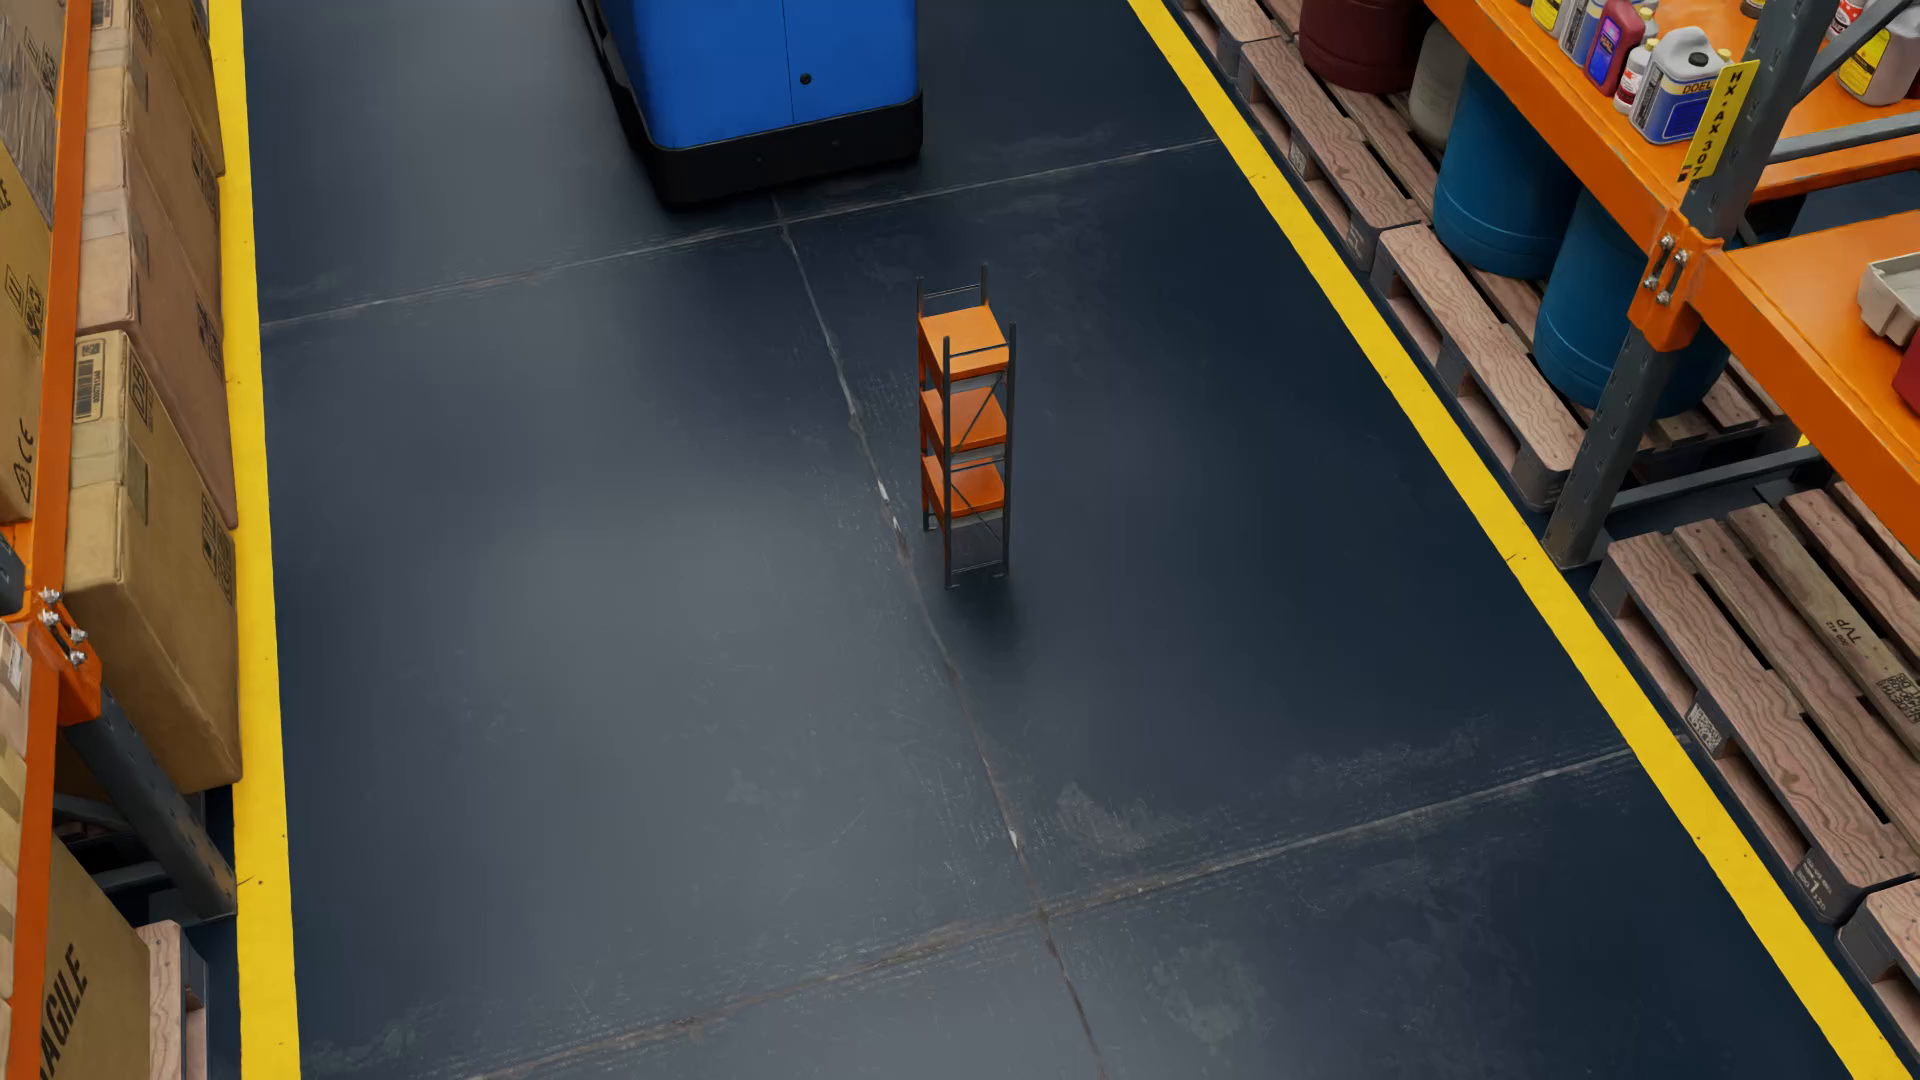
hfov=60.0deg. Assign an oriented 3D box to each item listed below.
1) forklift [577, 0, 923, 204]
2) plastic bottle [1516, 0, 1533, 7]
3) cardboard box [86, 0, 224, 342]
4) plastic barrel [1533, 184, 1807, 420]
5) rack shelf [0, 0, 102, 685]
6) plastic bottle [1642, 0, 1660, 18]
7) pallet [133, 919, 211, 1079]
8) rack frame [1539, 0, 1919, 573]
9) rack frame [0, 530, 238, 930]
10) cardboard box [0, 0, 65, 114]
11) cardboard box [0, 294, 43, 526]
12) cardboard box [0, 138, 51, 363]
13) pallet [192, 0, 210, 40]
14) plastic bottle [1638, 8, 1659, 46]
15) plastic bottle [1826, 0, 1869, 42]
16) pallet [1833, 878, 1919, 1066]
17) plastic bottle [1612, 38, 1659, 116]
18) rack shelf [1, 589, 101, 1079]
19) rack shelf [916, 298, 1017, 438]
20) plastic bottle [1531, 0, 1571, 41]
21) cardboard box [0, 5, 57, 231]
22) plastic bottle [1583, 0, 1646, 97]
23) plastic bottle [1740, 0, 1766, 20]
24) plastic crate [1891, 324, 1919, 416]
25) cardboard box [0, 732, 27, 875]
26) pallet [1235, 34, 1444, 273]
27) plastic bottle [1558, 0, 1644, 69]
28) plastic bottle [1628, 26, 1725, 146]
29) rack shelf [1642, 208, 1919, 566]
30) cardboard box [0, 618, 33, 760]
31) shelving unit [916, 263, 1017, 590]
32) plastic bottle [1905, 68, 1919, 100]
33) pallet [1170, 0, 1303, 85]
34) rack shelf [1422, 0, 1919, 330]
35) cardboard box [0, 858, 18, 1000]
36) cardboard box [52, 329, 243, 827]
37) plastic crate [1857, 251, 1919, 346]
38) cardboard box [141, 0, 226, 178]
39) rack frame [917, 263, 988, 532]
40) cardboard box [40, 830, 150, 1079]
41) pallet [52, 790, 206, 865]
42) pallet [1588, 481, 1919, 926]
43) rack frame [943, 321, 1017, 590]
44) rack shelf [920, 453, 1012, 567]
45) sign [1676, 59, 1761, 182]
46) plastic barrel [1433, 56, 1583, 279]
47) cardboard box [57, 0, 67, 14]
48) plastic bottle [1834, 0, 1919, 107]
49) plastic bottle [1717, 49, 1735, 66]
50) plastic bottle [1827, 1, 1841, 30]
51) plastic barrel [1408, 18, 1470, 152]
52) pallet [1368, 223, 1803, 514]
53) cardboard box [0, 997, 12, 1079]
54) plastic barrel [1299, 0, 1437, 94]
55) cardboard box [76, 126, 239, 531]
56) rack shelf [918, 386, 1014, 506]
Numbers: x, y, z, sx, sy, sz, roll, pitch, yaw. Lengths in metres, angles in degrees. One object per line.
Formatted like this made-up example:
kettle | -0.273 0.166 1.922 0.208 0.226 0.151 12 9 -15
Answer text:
forklift | -1.111 -3.358 6.164 1.130 2.935 3.031 -15 52 -12
plastic bottle | 1.681 -1.739 4.787 0.144 0.351 0.185 -13 51 -11
cardboard box | -3.154 -1.113 5.342 1.225 0.875 0.875 -13 51 -11
plastic barrel | 2.176 -0.883 5.130 0.600 0.901 0.708 -13 51 -11
rack shelf | -3.003 -1.132 4.713 1.077 0.370 4.000 -13 51 -11
plastic bottle | 1.900 -1.482 4.667 0.097 0.201 0.097 0 50 0
pallet | -2.261 1.569 3.789 1.003 0.211 1.213 -13 51 -11
rack frame | 2.320 -1.023 4.150 1.000 3.000 0.127 -13 51 -11
rack frame | -2.411 0.097 3.206 1.000 3.000 0.127 -13 51 -11
cardboard box | -2.763 -1.436 4.434 0.500 0.500 0.500 -12 51 -10
cardboard box | -2.308 -0.328 3.499 0.500 0.500 0.500 -13 51 -11
cardboard box | -2.458 -0.695 3.808 0.500 0.500 0.500 -13 51 -11
pallet | -3.824 -2.497 7.217 1.003 0.211 1.213 -13 51 -11
plastic bottle | 1.853 -1.363 4.567 0.097 0.201 0.097 0 50 0
plastic bottle | 2.528 -1.501 4.683 0.097 0.201 0.097 0 50 0
pallet | 2.939 1.297 4.019 1.003 0.211 1.213 -13 51 -11
plastic bottle | 1.834 -1.252 4.473 0.097 0.201 0.097 0 50 0
rack shelf | -1.820 1.790 2.250 1.077 0.370 4.000 -13 51 -11
rack shelf | 0.016 -0.475 4.607 0.215 0.259 0.240 -13 51 -11
plastic bottle | 1.736 -1.604 4.673 0.144 0.351 0.185 -13 51 -11
cardboard box | -2.606 -1.060 4.116 0.500 0.500 0.500 -14 51 -12
plastic bottle | 1.783 -1.359 4.510 0.061 0.283 0.133 -13 51 -11
plastic bottle | 2.325 -1.608 4.774 0.097 0.201 0.097 0 50 0
plastic crate | 2.345 -0.354 3.505 0.402 0.464 0.583 -13 51 -11
cardboard box | -1.932 0.515 3.018 0.380 0.149 0.250 -12 51 -10
pallet | 1.767 -1.590 6.452 1.003 0.211 1.213 -13 51 -11
plastic bottle | 1.787 -1.464 4.604 0.152 0.276 0.135 -13 51 -11
plastic bottle | 1.895 -1.198 4.379 0.152 0.276 0.135 -13 51 -11
rack shelf | 2.912 0.670 3.194 1.077 0.370 4.000 -13 51 -11
cardboard box | -2.008 0.327 3.177 0.380 0.149 0.250 -13 51 -11
shelving unit | 0.016 -0.299 4.816 0.215 1.050 0.252 -13 51 -11
plastic bottle | 2.619 -1.349 4.502 0.061 0.283 0.133 -13 51 -11
pallet | 1.410 -2.479 7.202 1.003 0.211 1.213 -13 51 -11
rack shelf | 1.729 -2.252 5.657 1.077 0.370 4.000 -13 51 -11
cardboard box | -1.856 0.702 2.860 0.380 0.149 0.250 -14 51 -12
cardboard box | -2.620 0.184 4.248 1.225 0.875 0.875 -13 51 -11
plastic crate | 2.321 -0.585 3.914 0.396 0.136 0.243 -13 51 -11
cardboard box | -3.410 -1.766 5.892 1.225 0.875 0.875 -15 52 -13
rack frame | -0.020 -0.388 4.891 0.200 1.050 0.008 -13 51 -11
cardboard box | -2.292 1.147 3.436 0.875 0.875 0.875 -13 51 -11
pallet | -2.711 0.449 4.733 1.003 0.211 1.213 -13 51 -11
pallet | 2.575 0.404 4.771 1.003 0.211 1.213 -13 51 -11
rack frame | 0.052 -0.210 4.741 0.200 1.050 0.008 -13 51 -11
rack shelf | 0.016 -0.113 5.036 0.215 0.259 0.240 -13 51 -11
sign | 1.794 -0.989 3.941 0.100 0.325 0.005 -13 51 -11
plastic barrel | 1.966 -1.400 5.566 0.600 0.901 0.708 -13 51 -11
cardboard box | -2.913 -1.808 4.747 0.500 0.500 0.500 -15 51 -12
plastic bottle | 2.514 -1.367 4.473 0.144 0.351 0.185 -13 51 -11
plastic bottle | 2.008 -1.215 4.443 0.097 0.201 0.097 0 50 0
plastic bottle | 2.499 -1.594 4.716 0.097 0.271 0.097 0 50 0
plastic barrel | 1.885 -1.707 6.080 0.421 0.512 0.421 0 50 0
pallet | 2.132 -0.697 5.699 1.003 0.211 1.213 -13 51 -11
cardboard box | -1.780 0.890 2.702 0.380 0.149 0.250 -12 51 -10
plastic barrel | 1.632 -2.124 6.381 0.600 0.588 0.708 -13 51 -11
cardboard box | -2.885 -0.469 4.798 1.225 0.875 0.875 -15 51 -12
rack shelf | 0.016 -0.292 4.824 0.215 0.259 0.240 -13 51 -11
